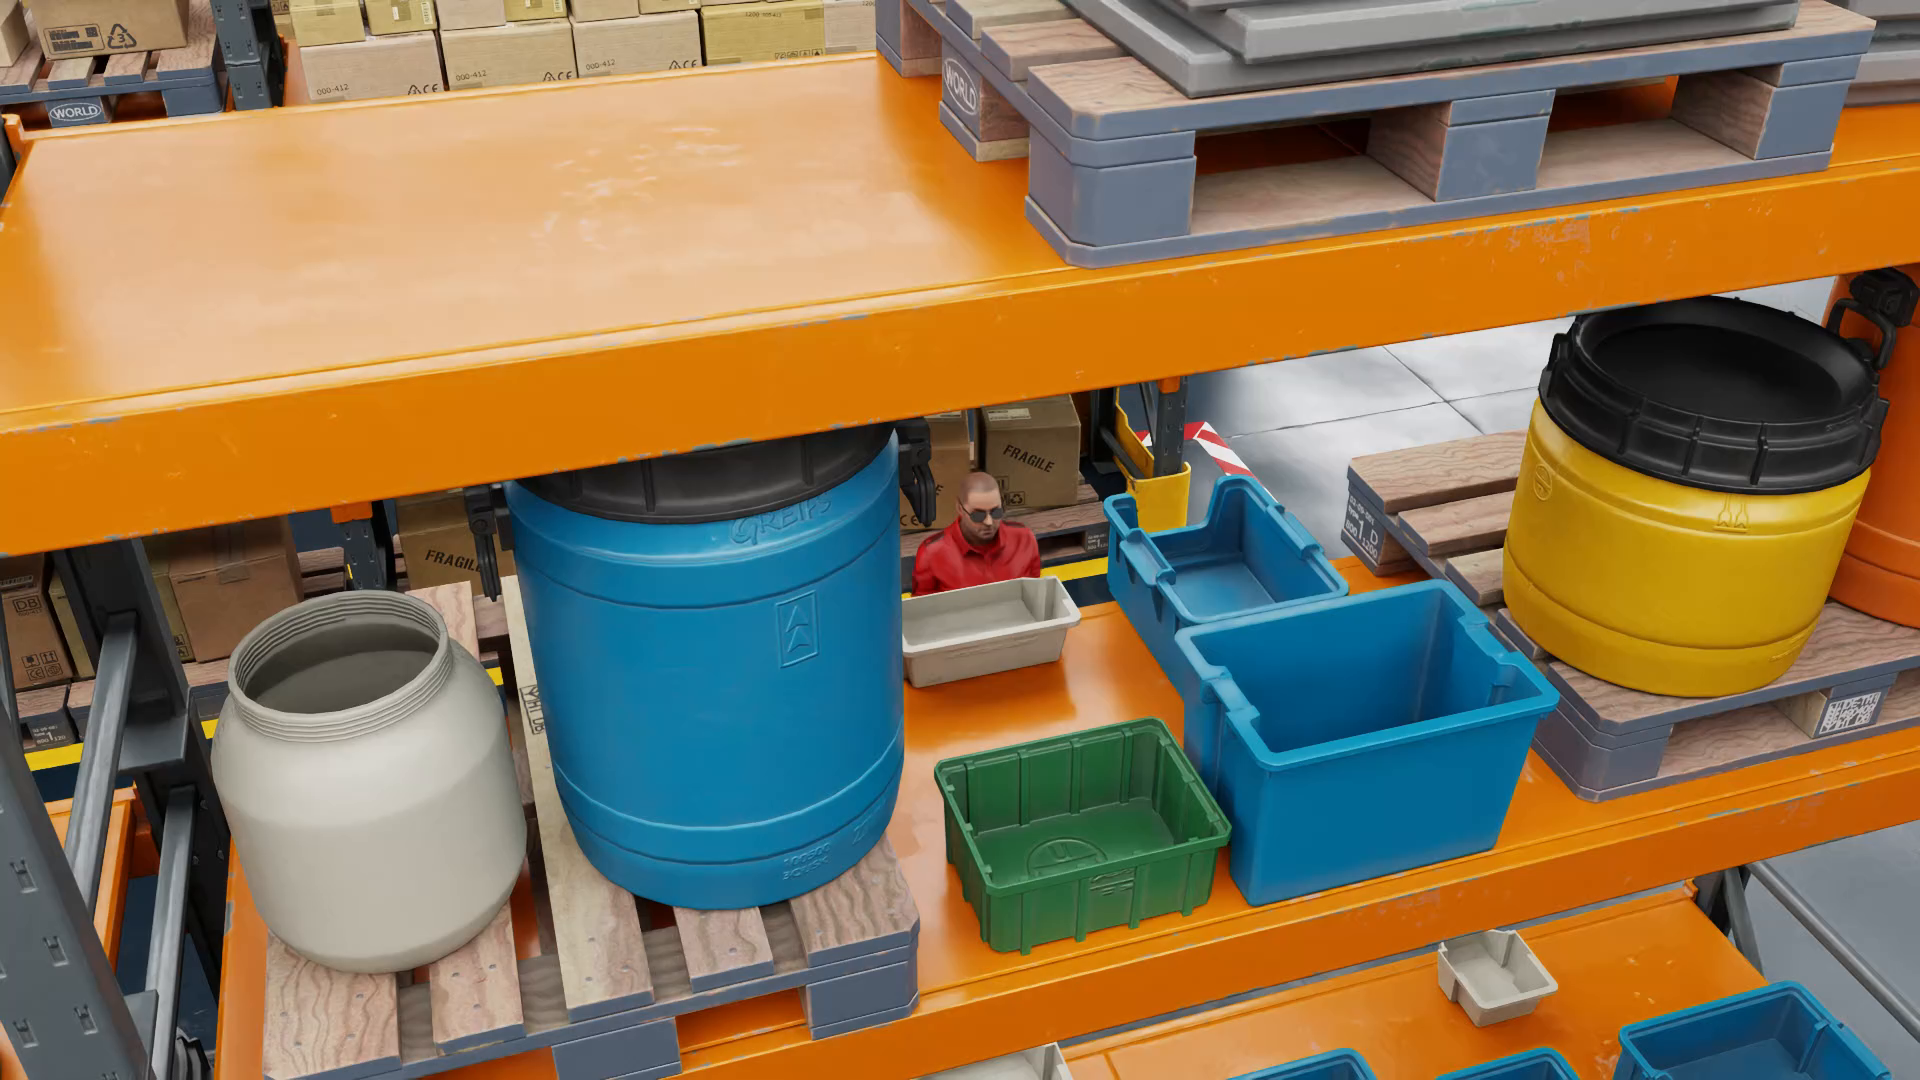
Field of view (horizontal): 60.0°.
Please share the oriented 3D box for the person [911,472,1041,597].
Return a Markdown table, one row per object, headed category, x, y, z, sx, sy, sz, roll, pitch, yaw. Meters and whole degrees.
| category | x | y | z | sx | sy | sz | roll | pitch | yaw |
| --- | --- | --- | --- | --- | --- | --- | --- | --- | --- |
| person | 0.093 | 0.530 | 6.679 | 0.555 | 1.751 | 0.569 | -10 | 35 | -14 |
